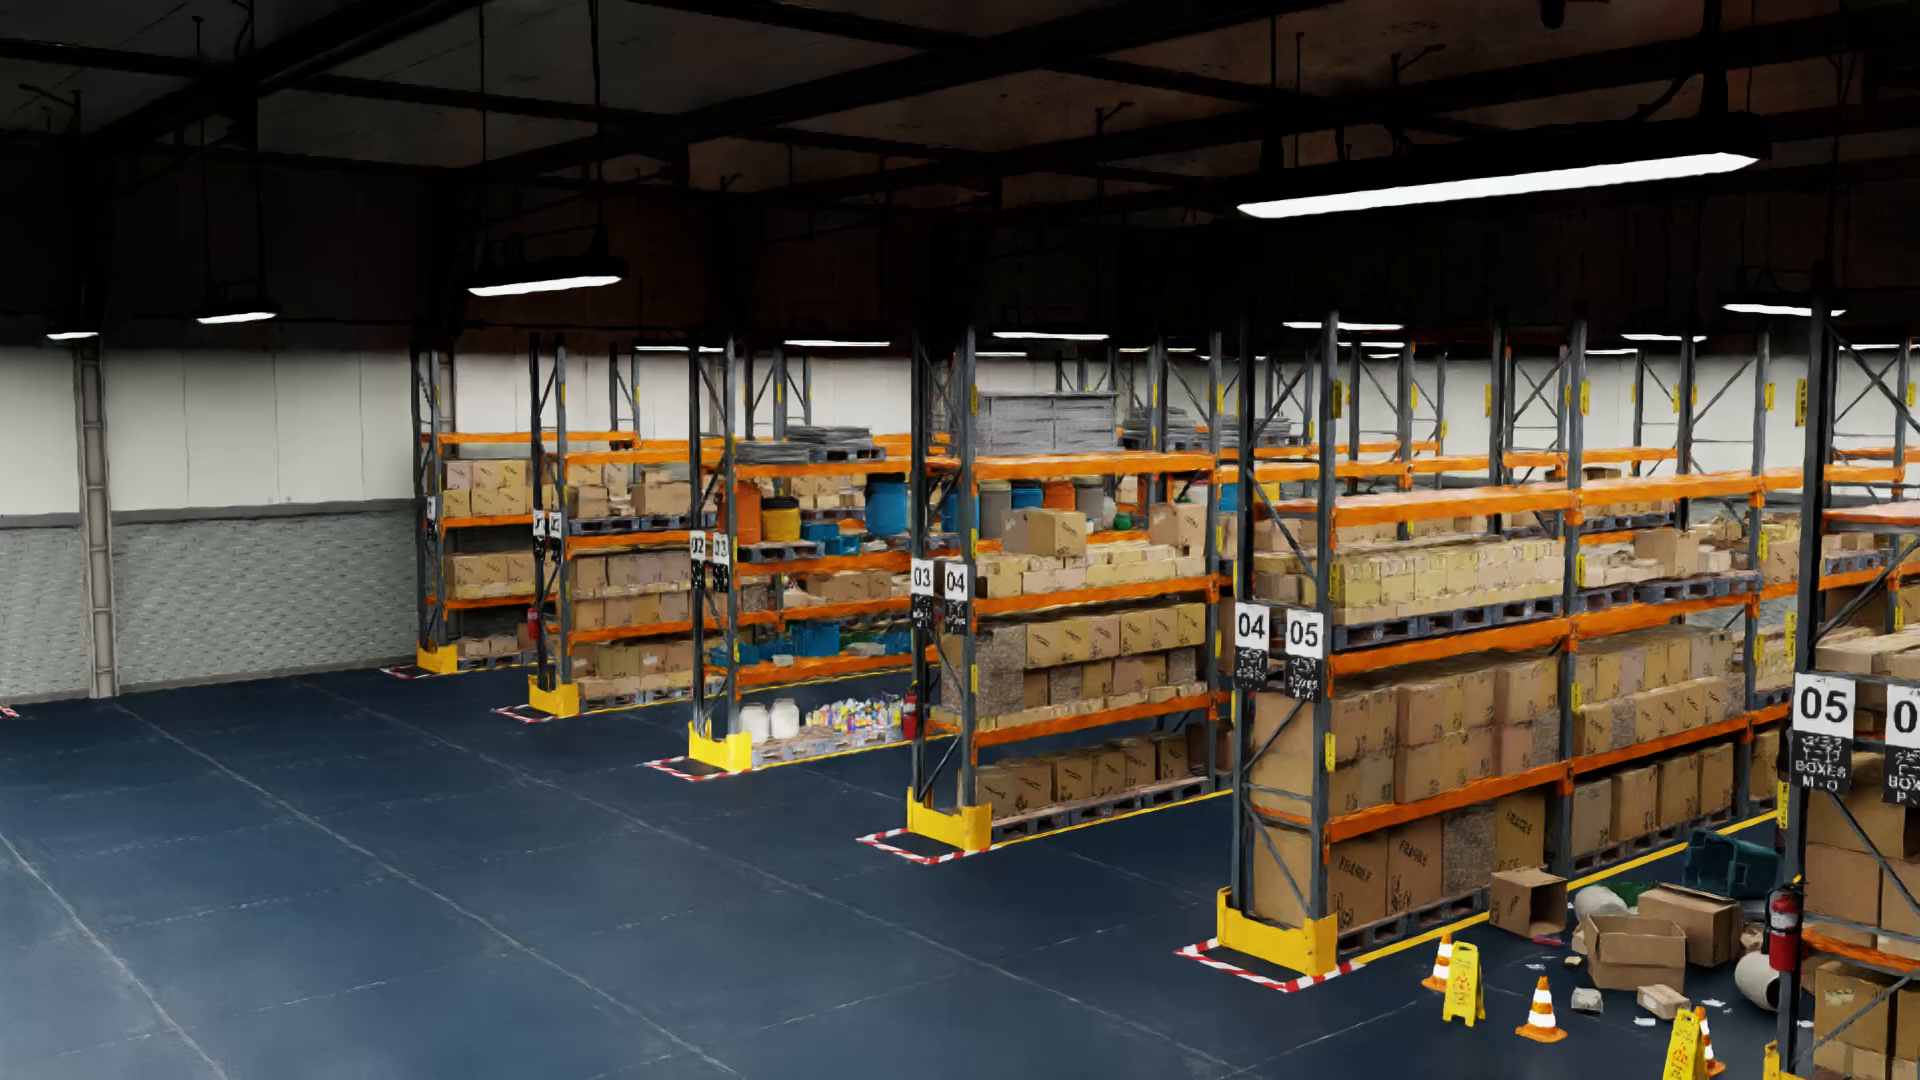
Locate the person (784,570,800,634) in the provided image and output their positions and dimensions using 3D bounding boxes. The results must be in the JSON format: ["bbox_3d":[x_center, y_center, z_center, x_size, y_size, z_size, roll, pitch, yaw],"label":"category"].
[{"bbox_3d":[-3.194,1.314,31.797,0.451,1.789,0.605,2,6,21],"label":"person"}]

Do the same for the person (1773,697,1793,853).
[{"bbox_3d":[9.268,2.591,18.396,0.451,1.727,0.584,2,6,22],"label":"person"}]
